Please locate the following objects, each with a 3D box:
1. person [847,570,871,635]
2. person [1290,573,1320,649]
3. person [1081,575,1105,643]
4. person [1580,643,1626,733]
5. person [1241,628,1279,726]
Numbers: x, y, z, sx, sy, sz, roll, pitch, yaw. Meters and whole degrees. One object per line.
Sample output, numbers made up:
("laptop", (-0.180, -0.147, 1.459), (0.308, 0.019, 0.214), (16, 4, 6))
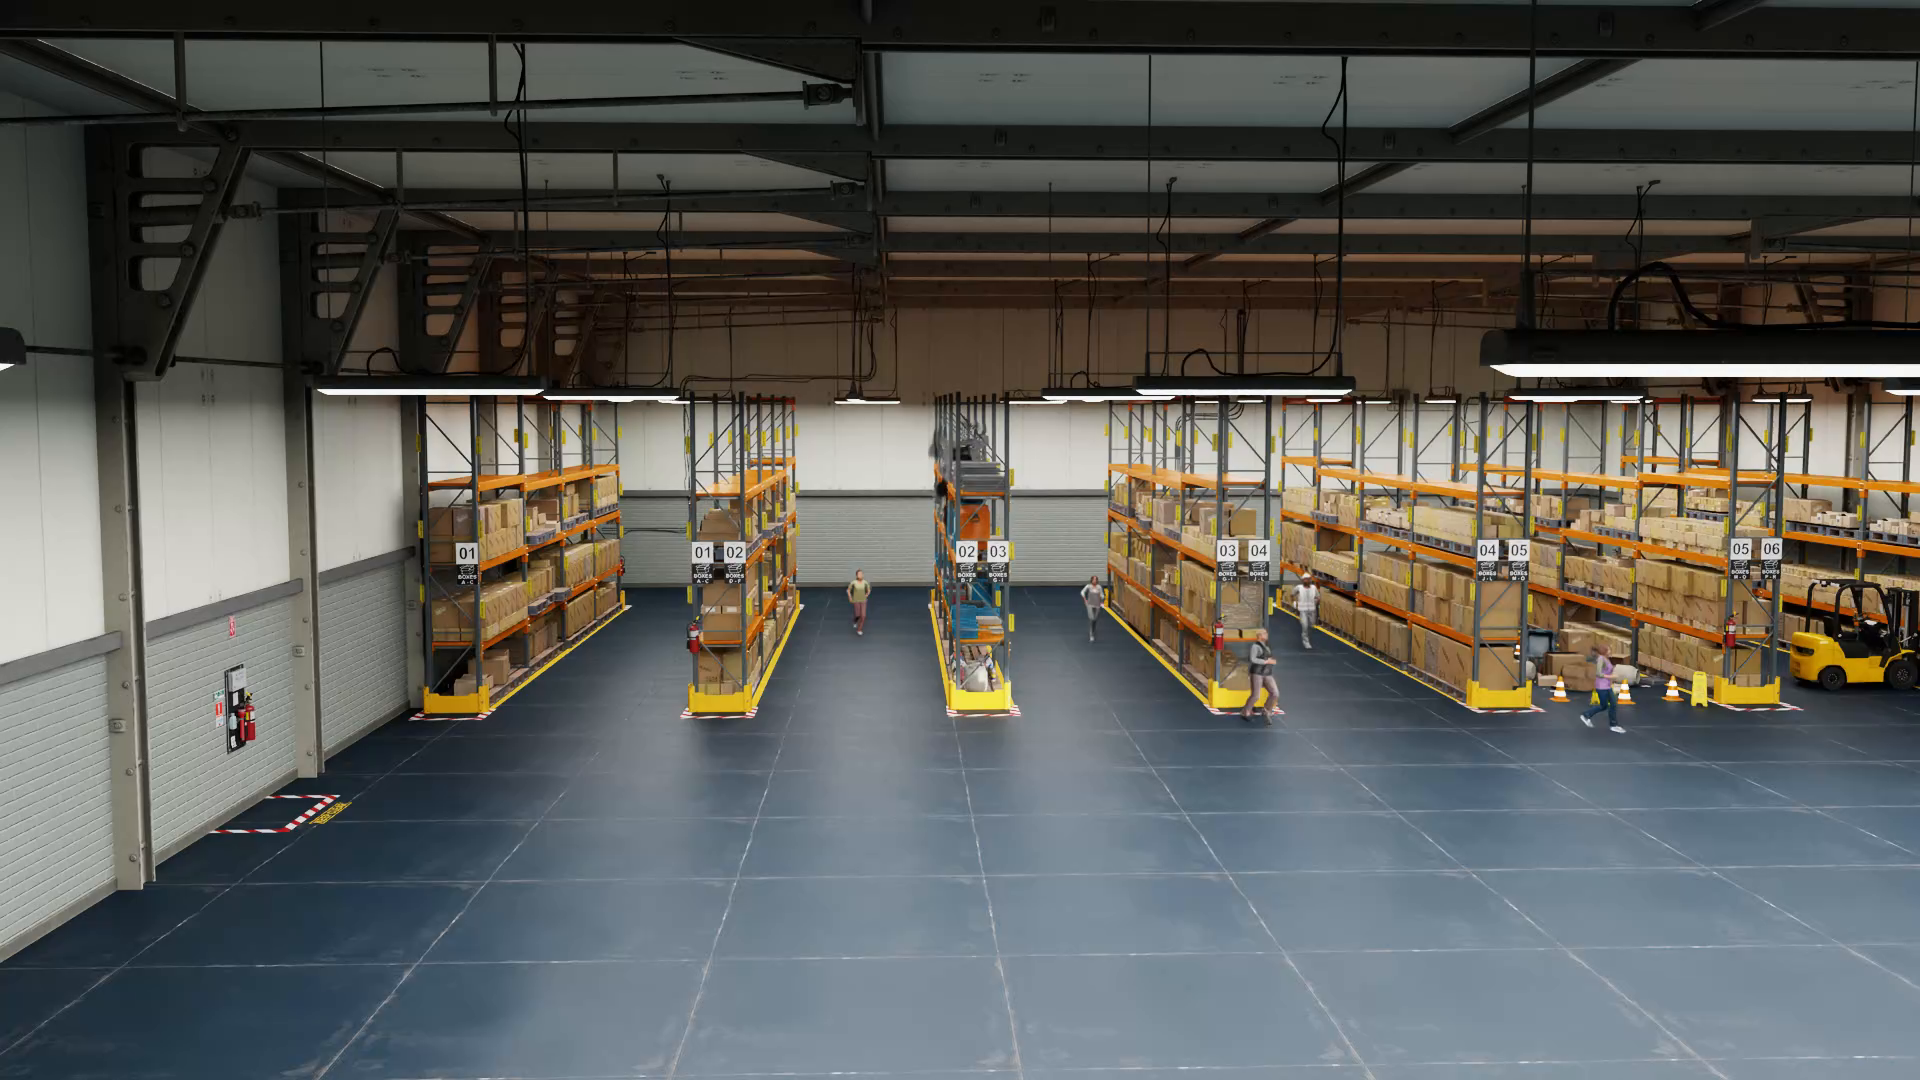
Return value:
("person", (-2.526, 1.566, 41.845), (0.587, 1.627, 0.547), (-1, 5, -14))
("person", (8.226, 1.670, 39.523), (0.696, 1.763, 0.941), (0, 5, -6))
("person", (3.258, 1.673, 40.609), (0.523, 1.647, 0.739), (-1, 5, -10))
("person", (11.327, 2.604, 29.289), (0.794, 1.580, 0.574), (3, 6, 34))
("person", (5.434, 2.467, 29.957), (0.704, 1.758, 0.653), (4, 6, 43))
